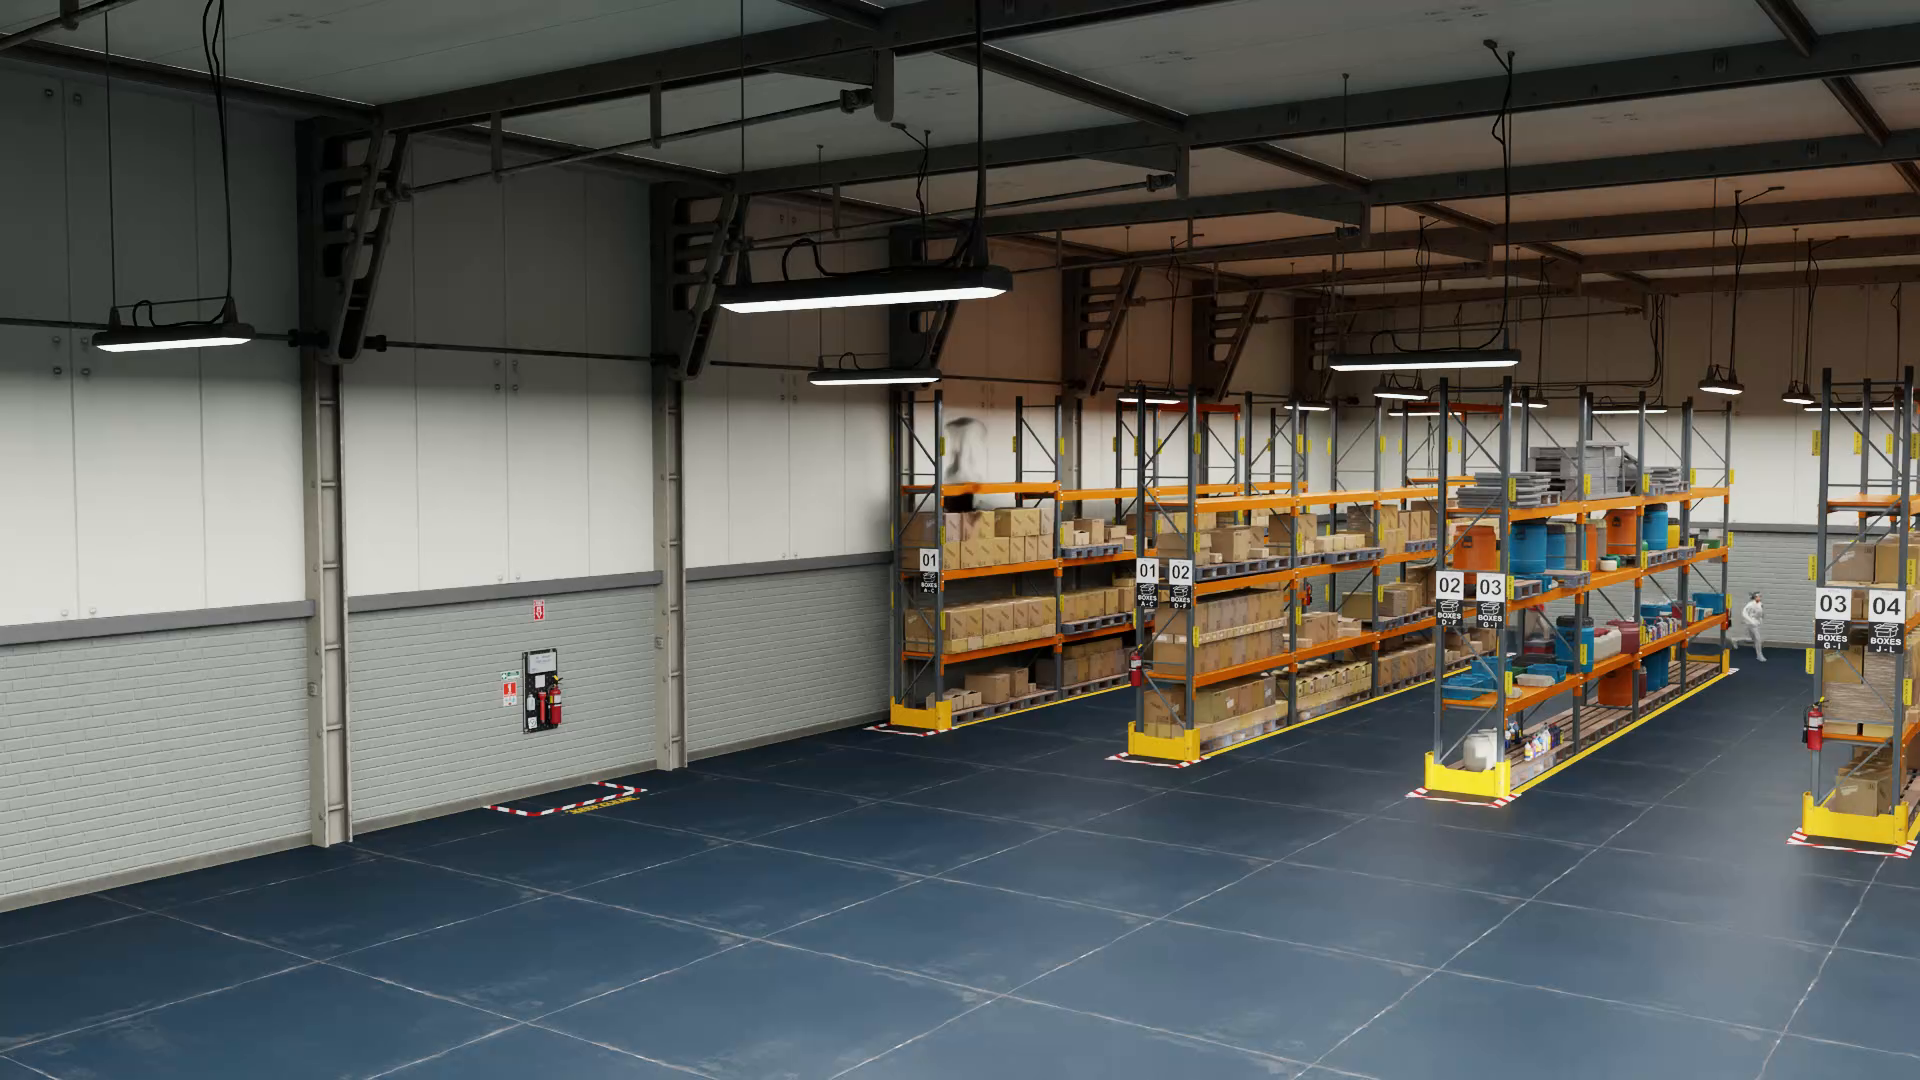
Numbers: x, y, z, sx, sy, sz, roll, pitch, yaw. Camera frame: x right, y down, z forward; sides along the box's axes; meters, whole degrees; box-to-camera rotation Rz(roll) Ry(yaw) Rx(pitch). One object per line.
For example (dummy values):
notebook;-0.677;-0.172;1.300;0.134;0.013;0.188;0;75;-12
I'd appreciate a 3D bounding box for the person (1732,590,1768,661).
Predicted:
person;18.577;2.006;39.092;0.626;1.678;0.849;-2;4;-38

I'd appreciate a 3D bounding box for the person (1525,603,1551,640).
person;13.989;1.872;40.473;0.668;1.754;0.945;-1;3;-14
